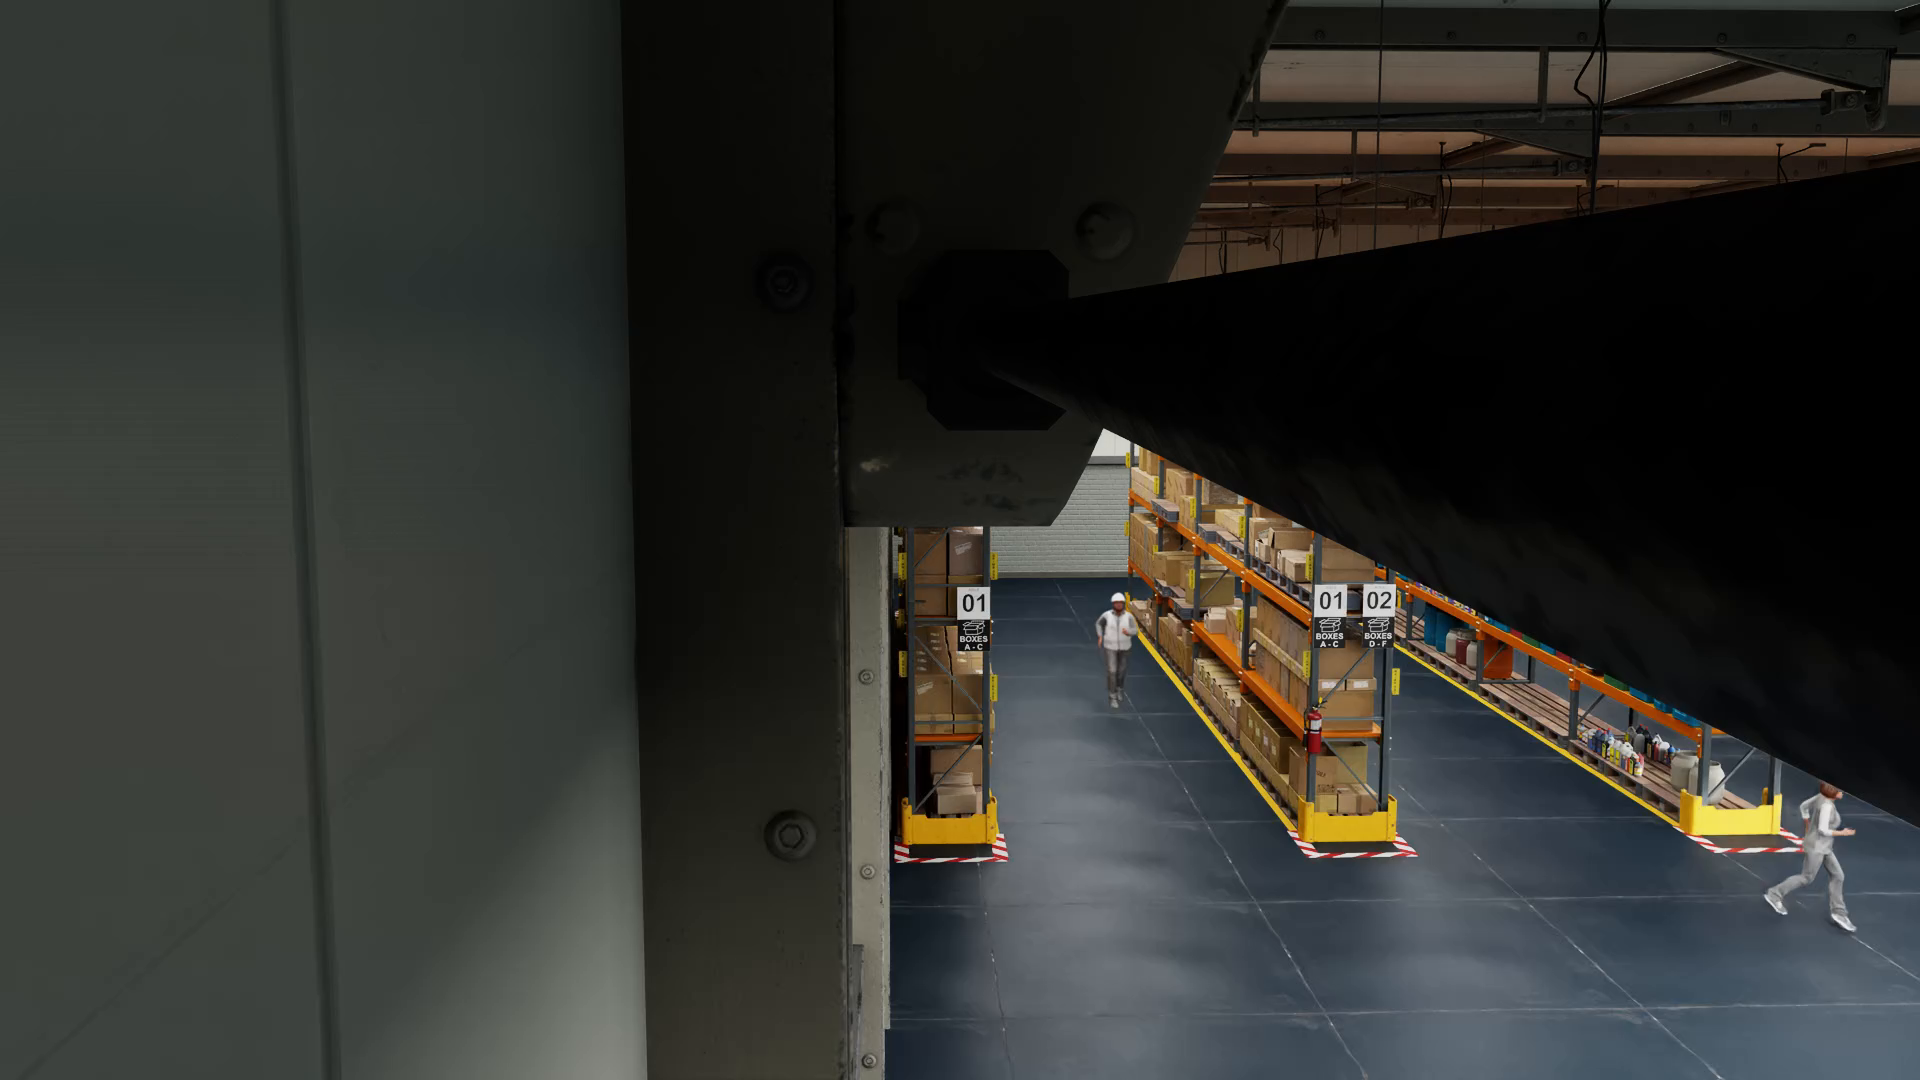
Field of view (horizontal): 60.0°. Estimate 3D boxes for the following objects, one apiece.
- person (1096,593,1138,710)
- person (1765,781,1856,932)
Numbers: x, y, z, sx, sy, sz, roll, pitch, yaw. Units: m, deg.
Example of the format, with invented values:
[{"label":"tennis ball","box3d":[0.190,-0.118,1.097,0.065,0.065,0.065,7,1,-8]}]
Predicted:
[{"label":"person","box3d":[2.521,1.742,26.589,0.645,1.796,0.849,0,7,-3]},{"label":"person","box3d":[9.053,3.295,17.629,0.882,1.619,0.562,4,8,27]}]
